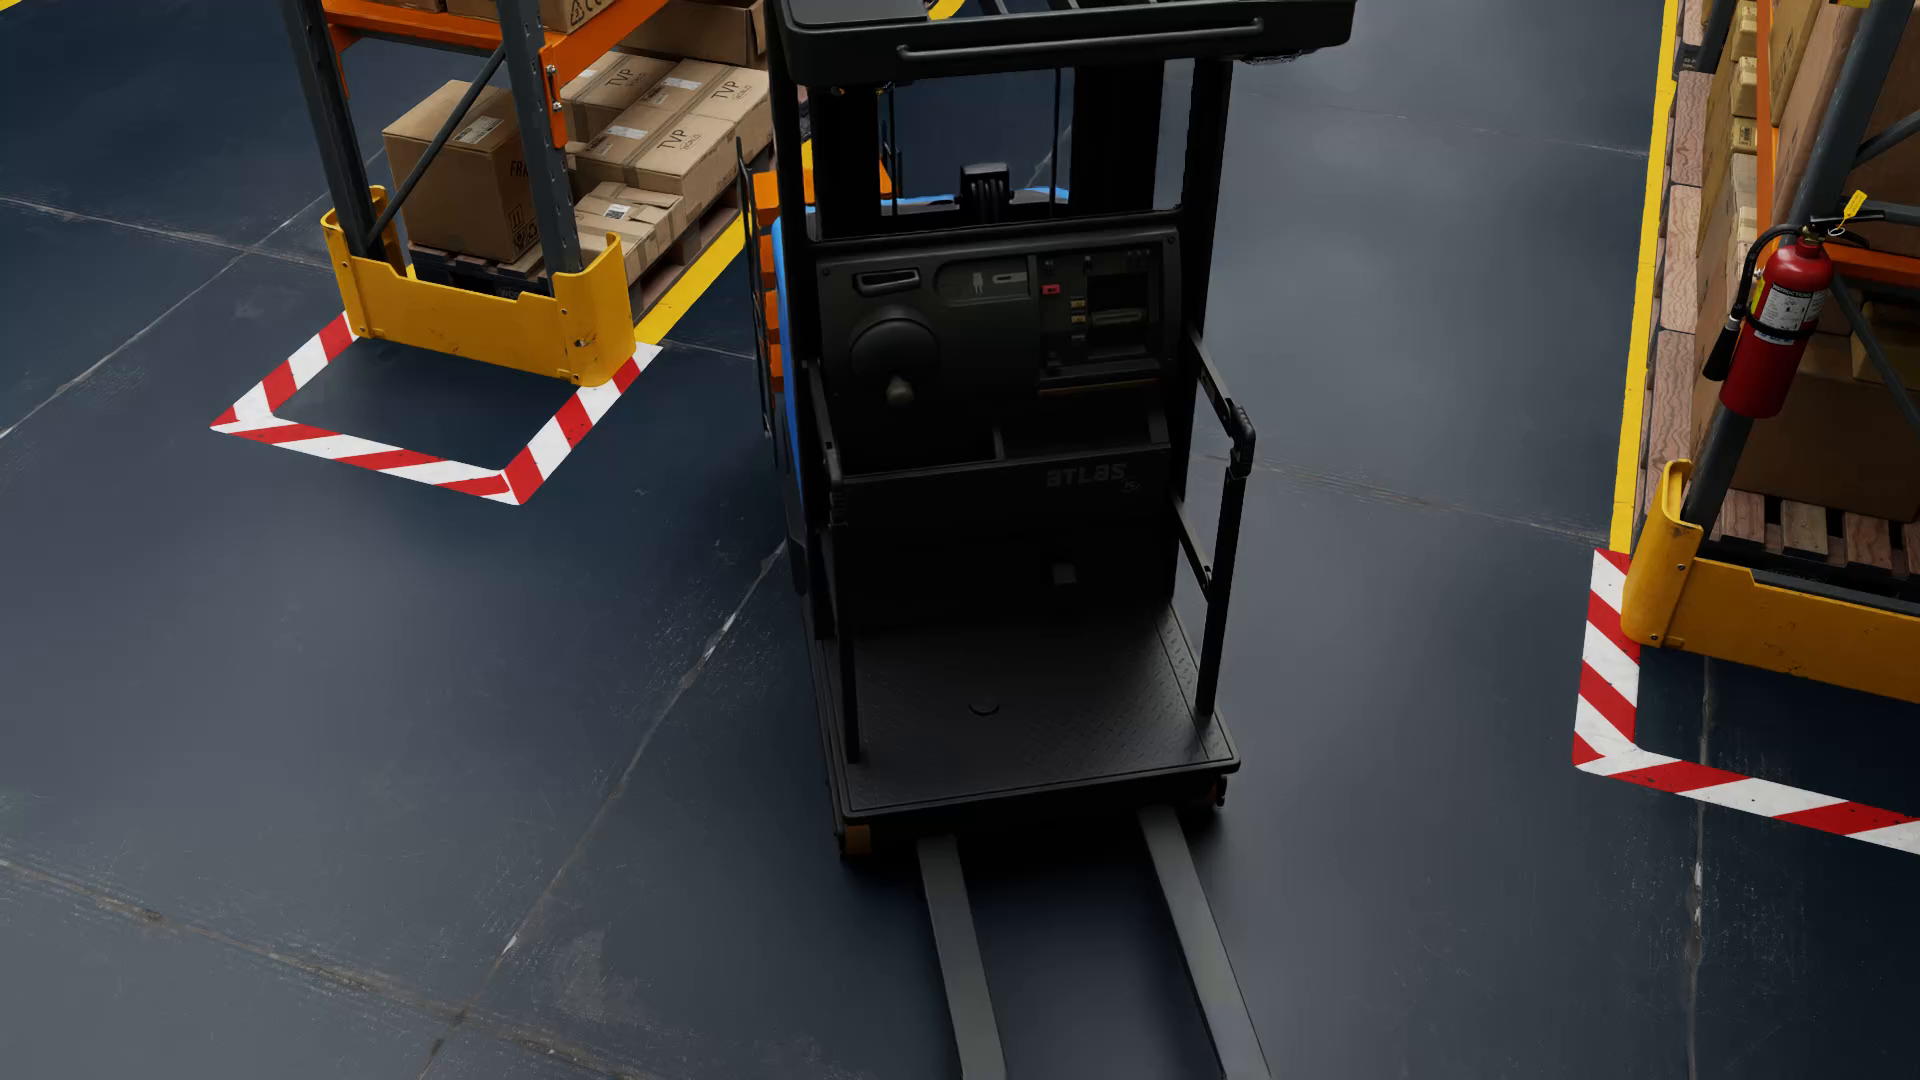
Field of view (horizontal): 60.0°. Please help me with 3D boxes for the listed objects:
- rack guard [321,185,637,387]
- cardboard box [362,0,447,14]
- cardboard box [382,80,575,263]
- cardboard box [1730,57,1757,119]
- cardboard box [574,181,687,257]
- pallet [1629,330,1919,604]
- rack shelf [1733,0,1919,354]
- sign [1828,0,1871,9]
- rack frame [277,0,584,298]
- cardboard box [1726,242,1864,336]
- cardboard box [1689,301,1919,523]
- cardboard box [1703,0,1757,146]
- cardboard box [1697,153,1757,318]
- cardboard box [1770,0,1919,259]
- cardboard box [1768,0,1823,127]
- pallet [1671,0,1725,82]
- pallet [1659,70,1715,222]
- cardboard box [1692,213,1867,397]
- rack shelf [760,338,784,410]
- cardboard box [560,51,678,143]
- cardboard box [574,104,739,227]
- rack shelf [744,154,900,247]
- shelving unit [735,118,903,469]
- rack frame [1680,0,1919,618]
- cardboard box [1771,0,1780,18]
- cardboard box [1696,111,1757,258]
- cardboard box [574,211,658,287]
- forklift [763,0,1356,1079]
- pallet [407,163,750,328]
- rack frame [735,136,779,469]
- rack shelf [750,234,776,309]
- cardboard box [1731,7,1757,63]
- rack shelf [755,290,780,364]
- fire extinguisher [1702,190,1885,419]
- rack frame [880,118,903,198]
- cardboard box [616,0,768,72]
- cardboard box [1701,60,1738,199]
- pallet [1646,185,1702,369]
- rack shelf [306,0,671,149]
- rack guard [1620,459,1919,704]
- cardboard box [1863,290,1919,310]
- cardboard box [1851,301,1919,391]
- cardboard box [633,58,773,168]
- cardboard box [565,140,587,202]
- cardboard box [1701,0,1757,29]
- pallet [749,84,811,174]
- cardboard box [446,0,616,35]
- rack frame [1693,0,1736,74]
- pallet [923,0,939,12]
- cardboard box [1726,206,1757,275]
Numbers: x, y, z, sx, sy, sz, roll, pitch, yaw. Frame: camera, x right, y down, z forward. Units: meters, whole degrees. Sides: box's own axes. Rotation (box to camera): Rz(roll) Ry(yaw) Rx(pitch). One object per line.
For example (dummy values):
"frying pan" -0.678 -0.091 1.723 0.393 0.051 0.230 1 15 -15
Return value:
"rack guard" -1.882 -1.004 6.541 1.175 0.500 0.348 13 42 15
"cardboard box" -2.011 -2.280 6.034 0.500 0.500 0.500 15 43 16
"cardboard box" -1.954 -1.511 6.797 0.500 0.500 0.500 13 42 15
"cardboard box" 3.297 -1.786 6.635 0.380 0.149 0.250 12 42 14
"cardboard box" -1.357 -1.329 6.841 0.380 0.166 0.250 13 42 15
"pallet" 2.948 -0.255 5.887 1.003 0.211 1.213 13 42 15
"rack shelf" 3.432 -1.757 6.053 1.077 0.370 4.000 13 42 15
"sign" 2.243 -1.470 4.088 0.100 0.325 0.005 13 42 15
"rack frame" -1.908 -1.908 5.675 1.000 3.000 0.127 13 42 15
"cardboard box" 2.766 -0.834 5.520 0.380 0.149 0.250 13 42 15
"cardboard box" 2.893 -0.469 5.591 0.700 0.500 0.500 13 42 15
"cardboard box" 3.764 -2.026 7.416 0.700 0.500 0.500 14 42 16
"cardboard box" 3.236 -1.081 6.308 0.700 0.500 0.500 12 42 14
"cardboard box" 2.913 -1.238 4.659 0.980 0.700 0.700 15 43 17
"cardboard box" 3.151 -1.685 5.182 0.980 0.700 0.700 13 42 15
"pallet" 4.309 -2.677 8.725 1.003 0.211 1.213 13 42 15
"pallet" 3.782 -1.743 7.631 1.003 0.211 1.213 13 42 15
"cardboard box" 3.064 -0.774 5.949 0.700 0.500 0.500 13 42 15
"rack shelf" -0.462 -0.633 5.976 0.480 0.148 0.258 -10 41 -12
"cardboard box" -1.601 -1.989 7.549 0.500 0.250 0.500 13 42 15
"cardboard box" -1.285 -1.603 7.097 0.500 0.250 0.500 13 42 15
"rack shelf" -0.463 -1.135 5.550 0.480 0.148 0.258 -10 41 -12
"shelving unit" -0.463 -0.835 5.804 0.503 1.200 0.258 -10 41 -12
"rack frame" 2.748 -0.811 4.389 1.000 3.000 0.127 13 42 15
"cardboard box" 3.421 -2.148 5.725 0.980 0.700 0.700 11 42 13
"cardboard box" 3.411 -1.408 6.691 0.700 0.500 0.500 14 42 16
"cardboard box" -1.442 -1.170 6.668 0.380 0.149 0.250 13 42 15
"forklift" 0.147 -0.482 4.057 1.130 2.935 3.031 -7 41 -8
"pallet" -1.611 -1.380 7.205 1.003 0.211 1.213 13 42 15
"rack frame" -0.698 -0.794 5.755 0.015 1.200 0.240 -10 41 -12
"rack shelf" -0.463 -0.955 5.703 0.480 0.148 0.258 -10 41 -12
"cardboard box" 3.475 -2.104 7.008 0.380 0.149 0.250 15 43 17
"rack shelf" -0.462 -0.784 5.848 0.480 0.148 0.258 -10 41 -12
"fire extinguisher" 2.263 -0.650 4.548 0.296 0.674 0.183 13 42 15
"rack frame" -0.227 -0.877 5.853 0.015 1.200 0.240 -10 41 -12
"cardboard box" -1.178 -2.418 7.858 0.797 0.503 0.637 13 42 15
"cardboard box" 3.589 -1.720 7.058 0.700 0.500 0.500 13 42 15
"pallet" 3.367 -0.997 6.756 1.003 0.211 1.213 13 42 15
"rack shelf" -1.225 -2.854 7.339 1.077 0.370 4.000 13 42 15
"rack guard" 2.740 0.155 5.184 1.175 0.500 0.348 13 42 15
"cardboard box" 3.211 -0.904 5.601 0.380 0.149 0.250 13 42 15
"cardboard box" 3.038 -0.595 5.239 0.380 0.149 0.250 14 42 15
"cardboard box" -1.114 -1.908 7.455 0.500 0.250 0.500 13 42 15
"cardboard box" -1.731 -1.611 7.171 0.380 0.166 0.250 13 42 15
"cardboard box" 4.216 -3.018 8.309 0.750 0.750 0.750 14 42 16
"pallet" -1.192 -2.122 8.074 1.003 0.211 1.213 13 42 15
"cardboard box" -1.509 -2.158 5.892 0.500 0.500 0.500 14 42 16
"rack frame" 4.116 -3.251 7.249 1.000 3.000 0.127 13 42 15
"pallet" -0.776 -2.868 8.949 1.003 0.211 1.213 13 42 15
"cardboard box" 2.853 -0.991 5.702 0.380 0.149 0.250 14 43 16
